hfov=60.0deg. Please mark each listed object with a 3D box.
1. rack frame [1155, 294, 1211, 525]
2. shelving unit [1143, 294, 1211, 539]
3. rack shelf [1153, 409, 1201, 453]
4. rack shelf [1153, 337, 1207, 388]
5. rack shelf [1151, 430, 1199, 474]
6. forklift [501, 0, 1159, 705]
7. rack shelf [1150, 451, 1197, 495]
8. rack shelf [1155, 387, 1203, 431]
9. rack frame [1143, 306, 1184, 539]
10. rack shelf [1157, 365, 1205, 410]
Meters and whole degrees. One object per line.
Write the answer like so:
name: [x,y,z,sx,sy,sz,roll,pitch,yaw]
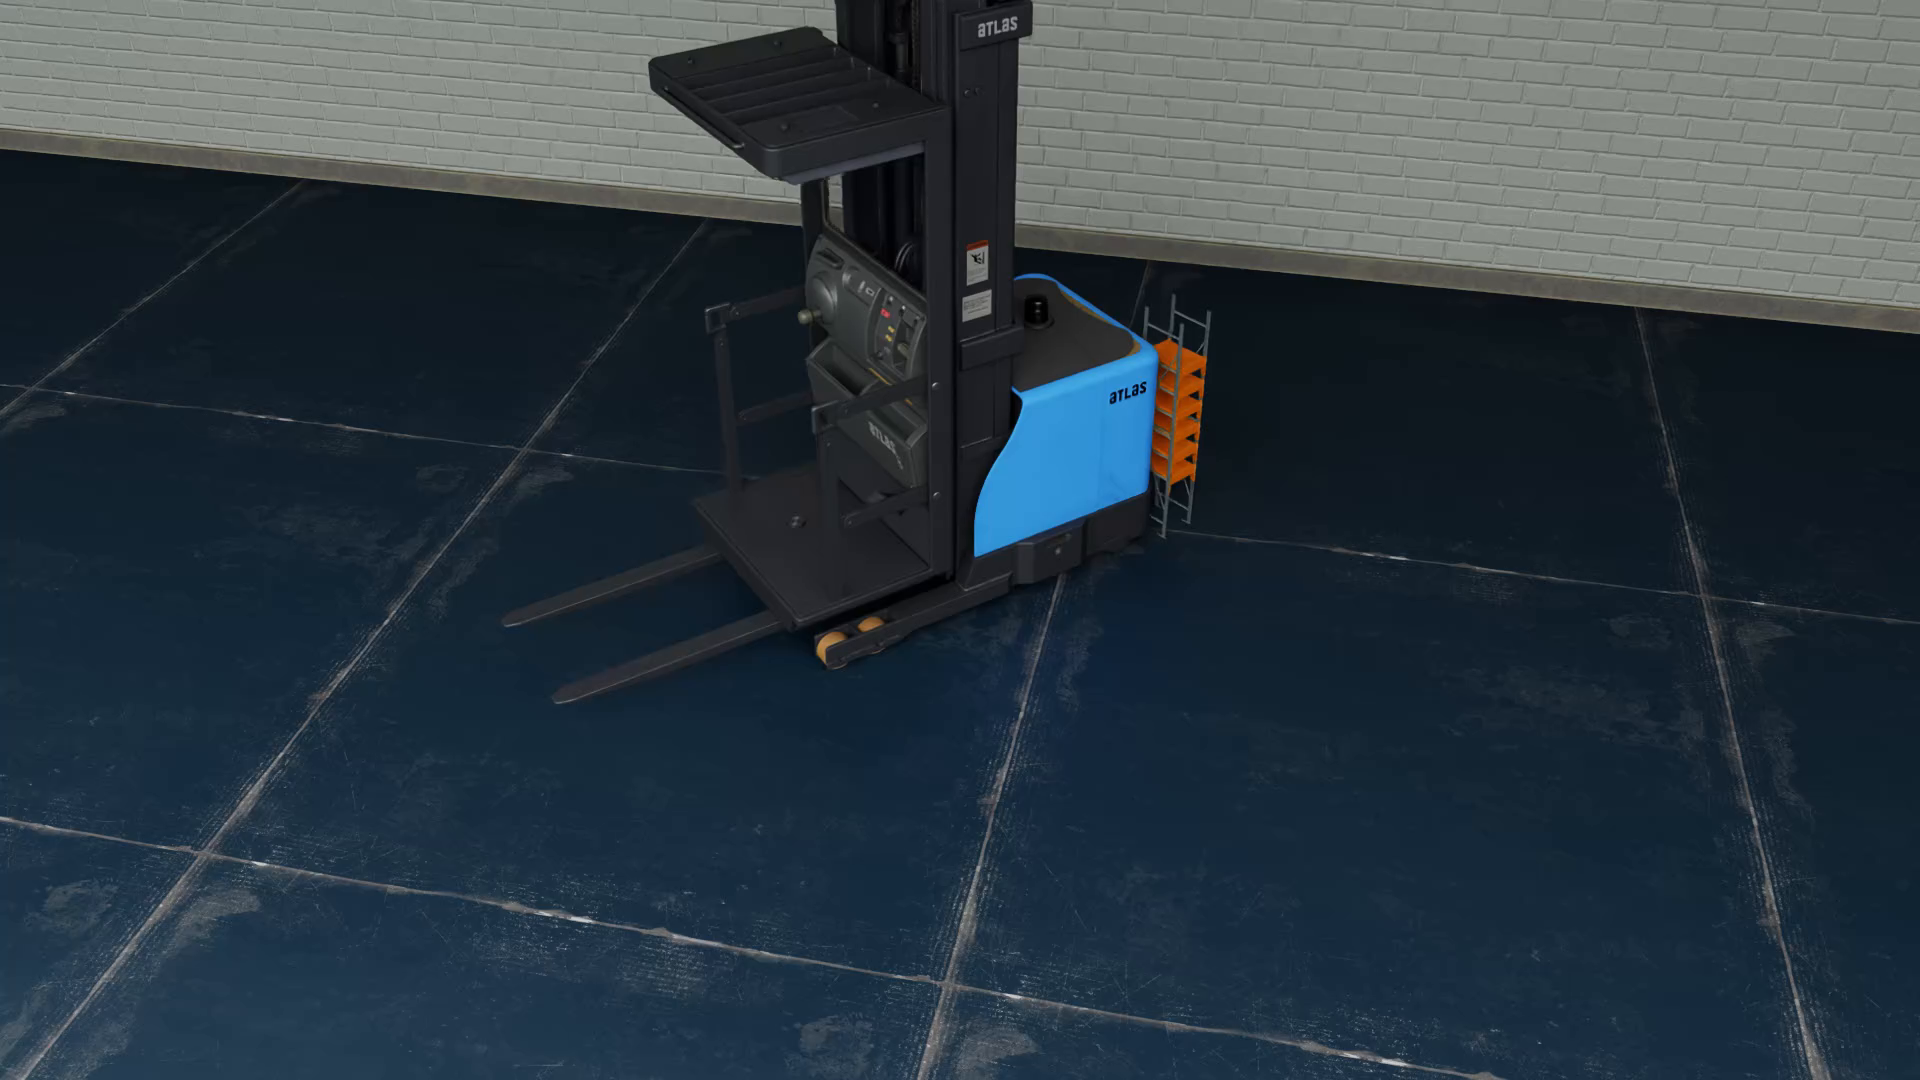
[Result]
rack frame: [1.076,-0.617,8.078,0.006,1.200,0.240,-27,44,-32]
shelving unit: [1.007,-0.581,8.030,0.189,1.200,0.258,-27,44,-32]
rack shelf: [1.007,-0.545,8.056,0.180,0.103,0.258,-27,44,-32]
rack shelf: [1.007,-0.837,7.844,0.180,0.103,0.258,-27,44,-32]
rack shelf: [1.007,-0.448,8.126,0.180,0.103,0.258,-27,44,-32]
forklift: [-0.586,-0.965,7.084,3.031,2.935,1.130,-21,41,-26]
rack shelf: [1.007,-0.351,8.196,0.180,0.103,0.258,-27,44,-32]
rack shelf: [1.007,-0.642,7.985,0.180,0.103,0.258,-27,44,-32]
rack frame: [0.938,-0.546,7.981,0.006,1.200,0.240,-27,44,-32]
rack shelf: [1.007,-0.740,7.915,0.180,0.103,0.258,-27,44,-32]
